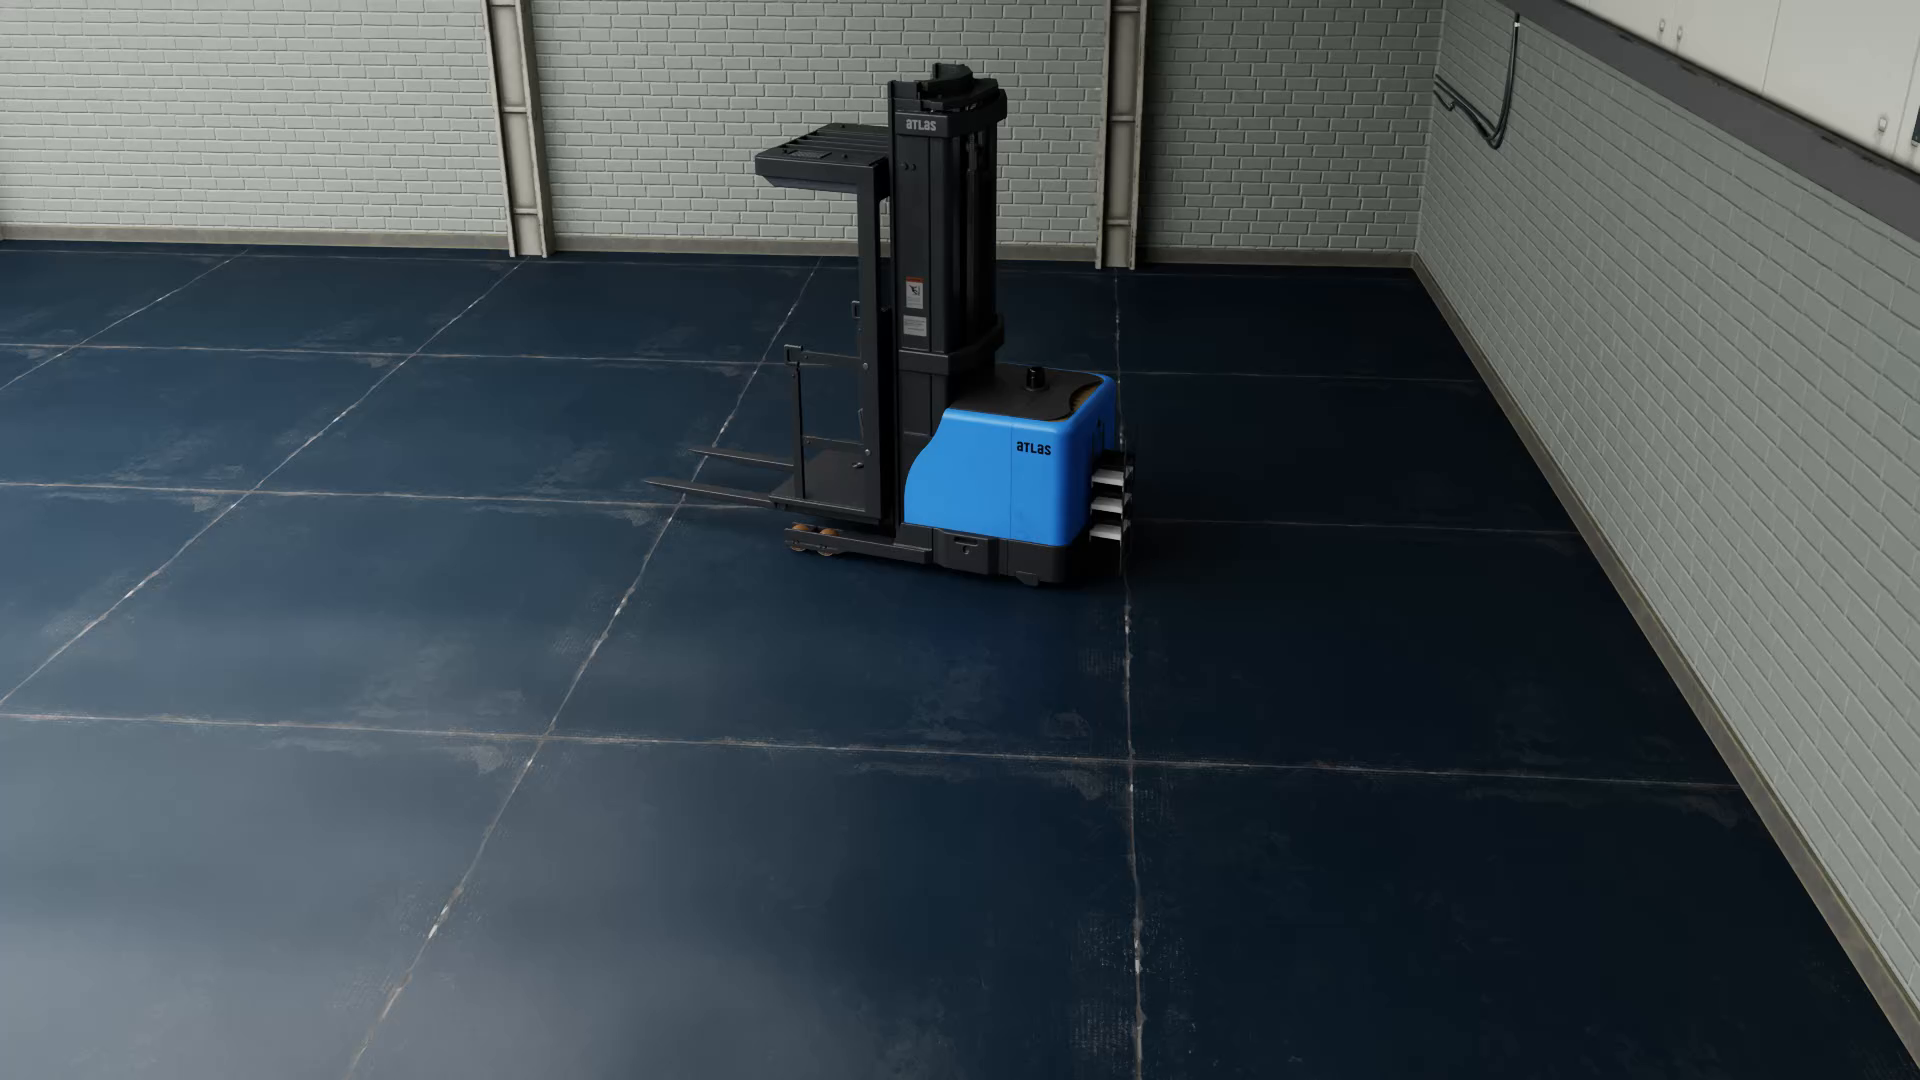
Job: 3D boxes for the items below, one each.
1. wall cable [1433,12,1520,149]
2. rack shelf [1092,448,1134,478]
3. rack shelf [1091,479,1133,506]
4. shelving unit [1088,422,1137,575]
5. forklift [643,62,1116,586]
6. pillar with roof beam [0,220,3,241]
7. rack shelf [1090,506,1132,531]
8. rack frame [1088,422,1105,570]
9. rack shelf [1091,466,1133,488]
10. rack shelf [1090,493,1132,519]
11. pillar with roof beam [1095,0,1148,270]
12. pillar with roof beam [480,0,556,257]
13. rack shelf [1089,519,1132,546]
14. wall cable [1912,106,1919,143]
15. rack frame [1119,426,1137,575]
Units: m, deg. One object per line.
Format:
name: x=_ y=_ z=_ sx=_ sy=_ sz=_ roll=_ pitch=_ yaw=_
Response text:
wall cable: x=4.404 y=-4.808 z=14.148 sx=0.112 sy=2.526 sz=3.097 roll=2 pitch=25 yaw=4
rack shelf: x=0.936 y=-0.469 z=10.126 sx=0.200 sy=0.077 sz=0.258 roll=9 pitch=26 yaw=19
rack shelf: x=0.936 y=-0.305 z=10.201 sx=0.200 sy=0.077 sz=0.258 roll=9 pitch=26 yaw=19
shelving unit: x=0.936 y=-0.254 z=10.225 sx=0.210 sy=0.900 sz=0.258 roll=9 pitch=26 yaw=19
forklift: x=-0.580 y=-1.425 z=10.341 sx=3.031 sy=2.935 sz=1.130 roll=9 pitch=26 yaw=19
pillar with roof beam: x=-10.726 y=-5.453 z=11.836 sx=0.400 sy=9.000 sz=9.100 roll=2 pitch=25 yaw=4
rack shelf: x=0.936 y=-0.142 z=10.277 sx=0.200 sy=0.077 sz=0.258 roll=9 pitch=26 yaw=19
rack frame: x=0.841 y=-0.269 z=10.258 sx=0.006 sy=0.900 sz=0.240 roll=9 pitch=26 yaw=19
rack shelf: x=0.936 y=-0.387 z=10.164 sx=0.200 sy=0.077 sz=0.258 roll=9 pitch=26 yaw=19
rack shelf: x=0.936 y=-0.224 z=10.239 sx=0.200 sy=0.077 sz=0.258 roll=9 pitch=26 yaw=19
pillar with roof beam: x=1.239 y=-5.069 z=11.002 sx=0.400 sy=9.000 sz=9.100 roll=2 pitch=25 yaw=4
pillar with roof beam: x=-4.744 y=-5.261 z=11.419 sx=0.400 sy=9.000 sz=9.100 roll=2 pitch=25 yaw=4
rack shelf: x=0.936 y=-0.060 z=10.314 sx=0.200 sy=0.077 sz=0.258 roll=9 pitch=26 yaw=19
wall cable: x=3.662 y=-3.807 z=4.190 sx=0.169 sy=6.003 sz=2.305 roll=2 pitch=25 yaw=4
rack frame: x=1.031 y=-0.238 z=10.192 sx=0.006 sy=0.900 sz=0.240 roll=9 pitch=26 yaw=19
